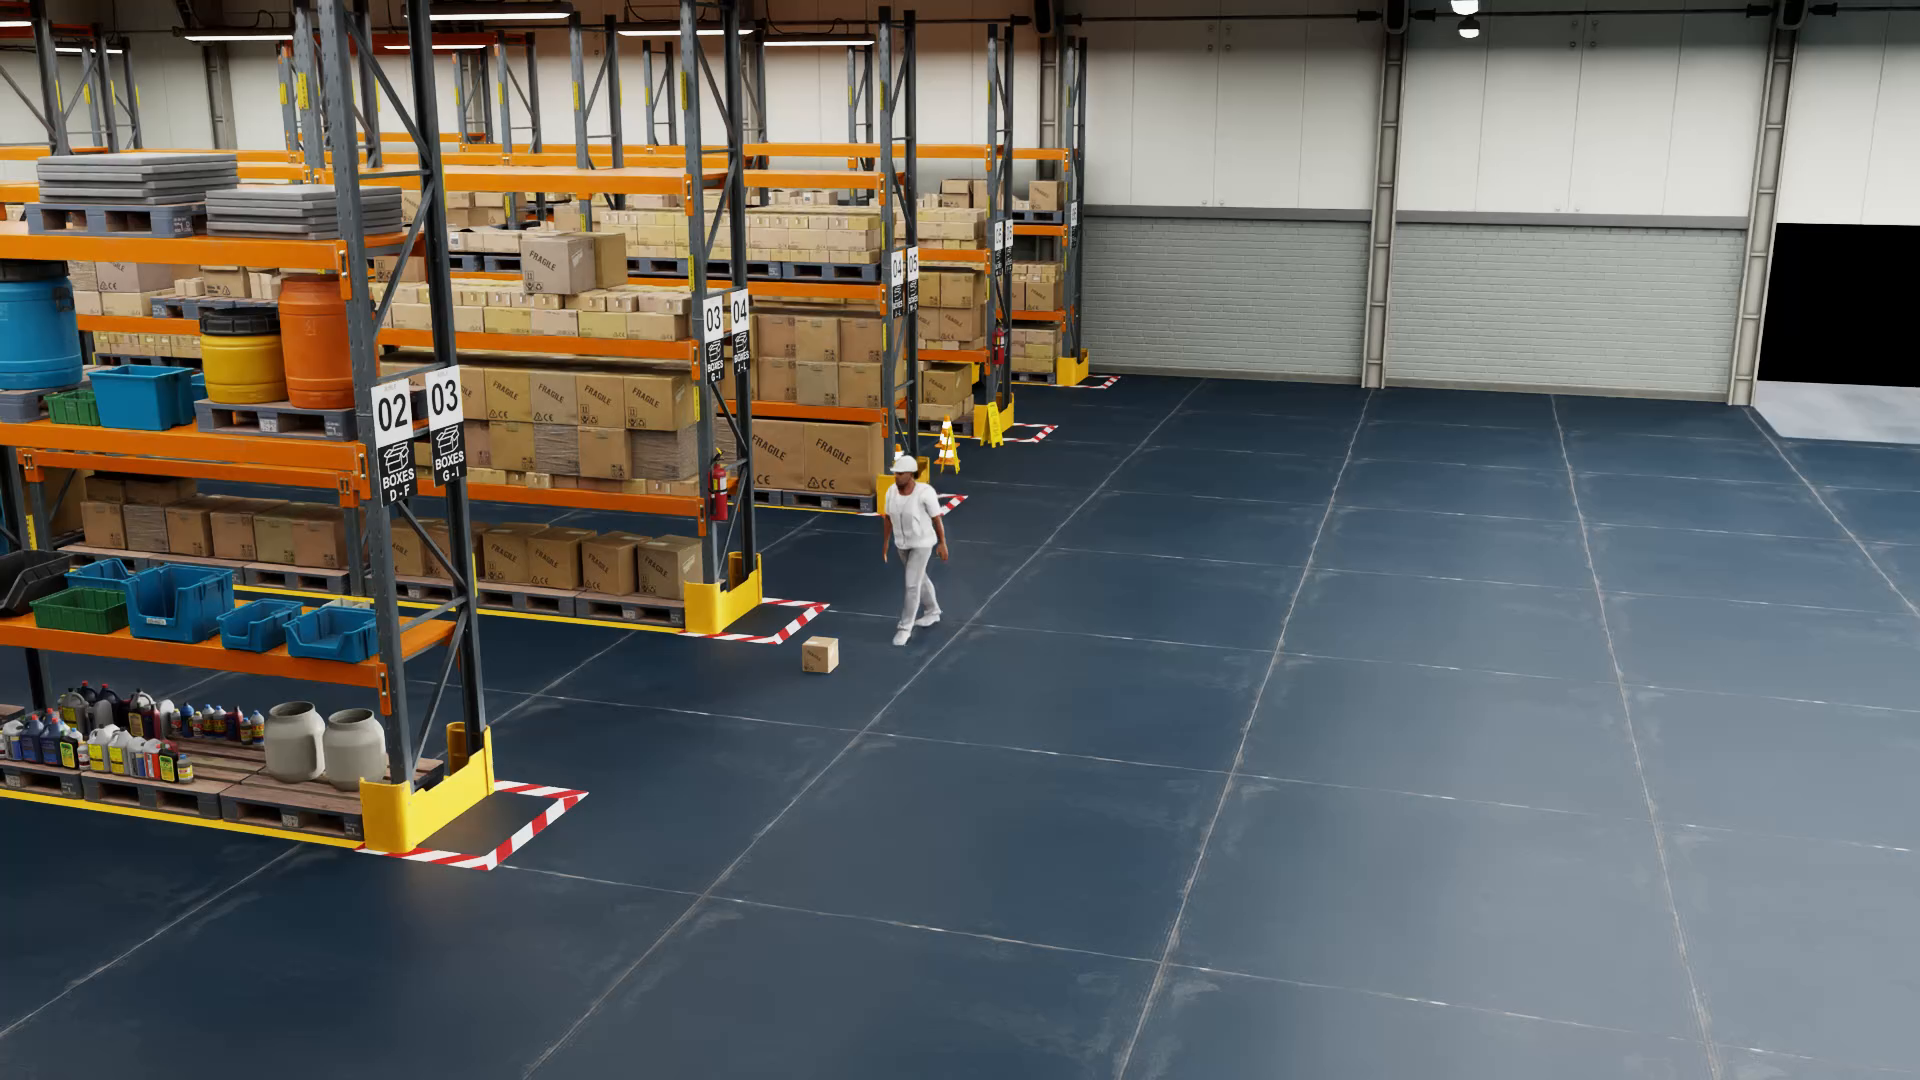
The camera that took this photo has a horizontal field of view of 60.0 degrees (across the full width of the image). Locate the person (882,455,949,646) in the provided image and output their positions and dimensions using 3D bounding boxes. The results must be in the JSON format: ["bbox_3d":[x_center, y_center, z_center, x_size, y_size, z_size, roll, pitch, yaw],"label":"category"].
[{"bbox_3d":[-0.478,0.048,15.770,0.604,1.735,0.856,12,19,39],"label":"person"}]
